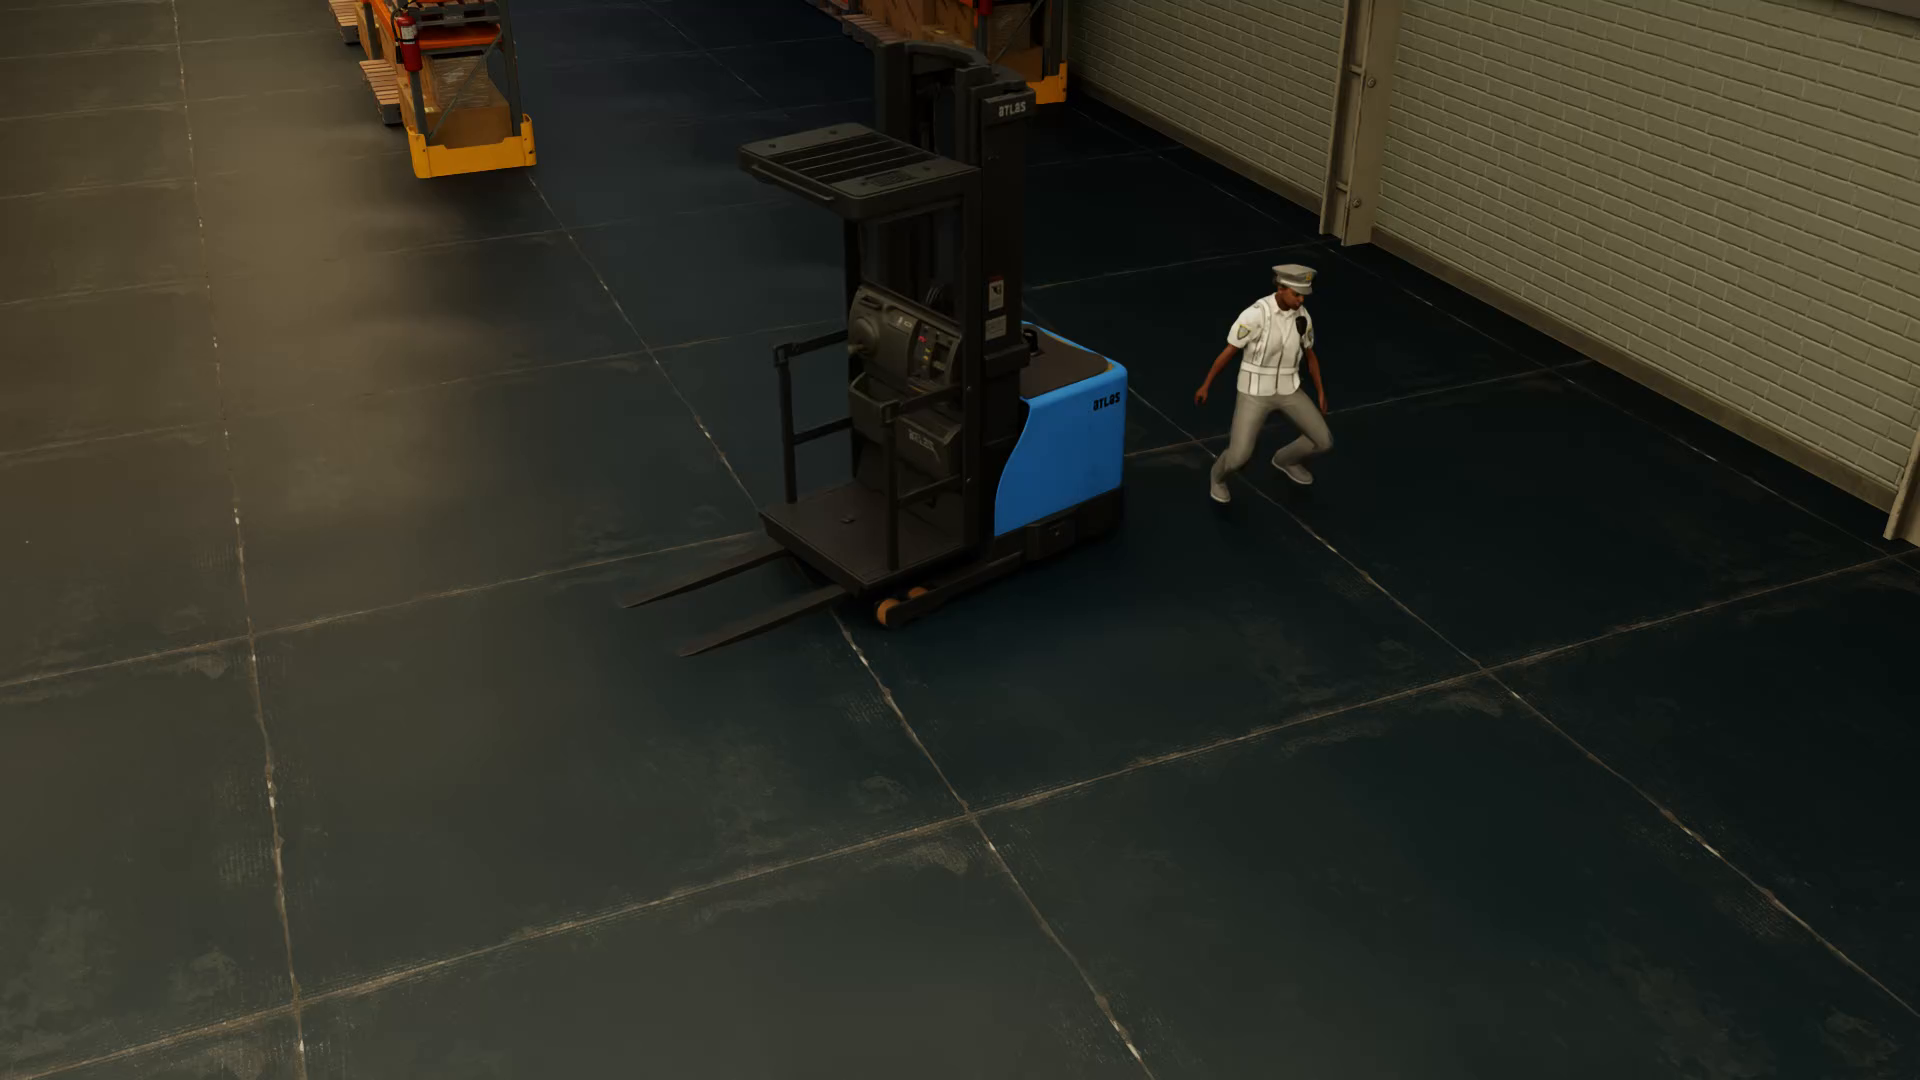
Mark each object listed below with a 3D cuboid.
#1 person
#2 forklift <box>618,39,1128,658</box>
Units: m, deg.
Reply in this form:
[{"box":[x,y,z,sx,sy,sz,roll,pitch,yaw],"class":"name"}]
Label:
[{"box":[1.836,-0.920,10.016,0.823,1.550,0.500,-5,30,-9],"class":"person"},{"box":[-0.471,-1.076,9.002,3.031,2.935,1.130,-22,36,-33],"class":"forklift"}]
